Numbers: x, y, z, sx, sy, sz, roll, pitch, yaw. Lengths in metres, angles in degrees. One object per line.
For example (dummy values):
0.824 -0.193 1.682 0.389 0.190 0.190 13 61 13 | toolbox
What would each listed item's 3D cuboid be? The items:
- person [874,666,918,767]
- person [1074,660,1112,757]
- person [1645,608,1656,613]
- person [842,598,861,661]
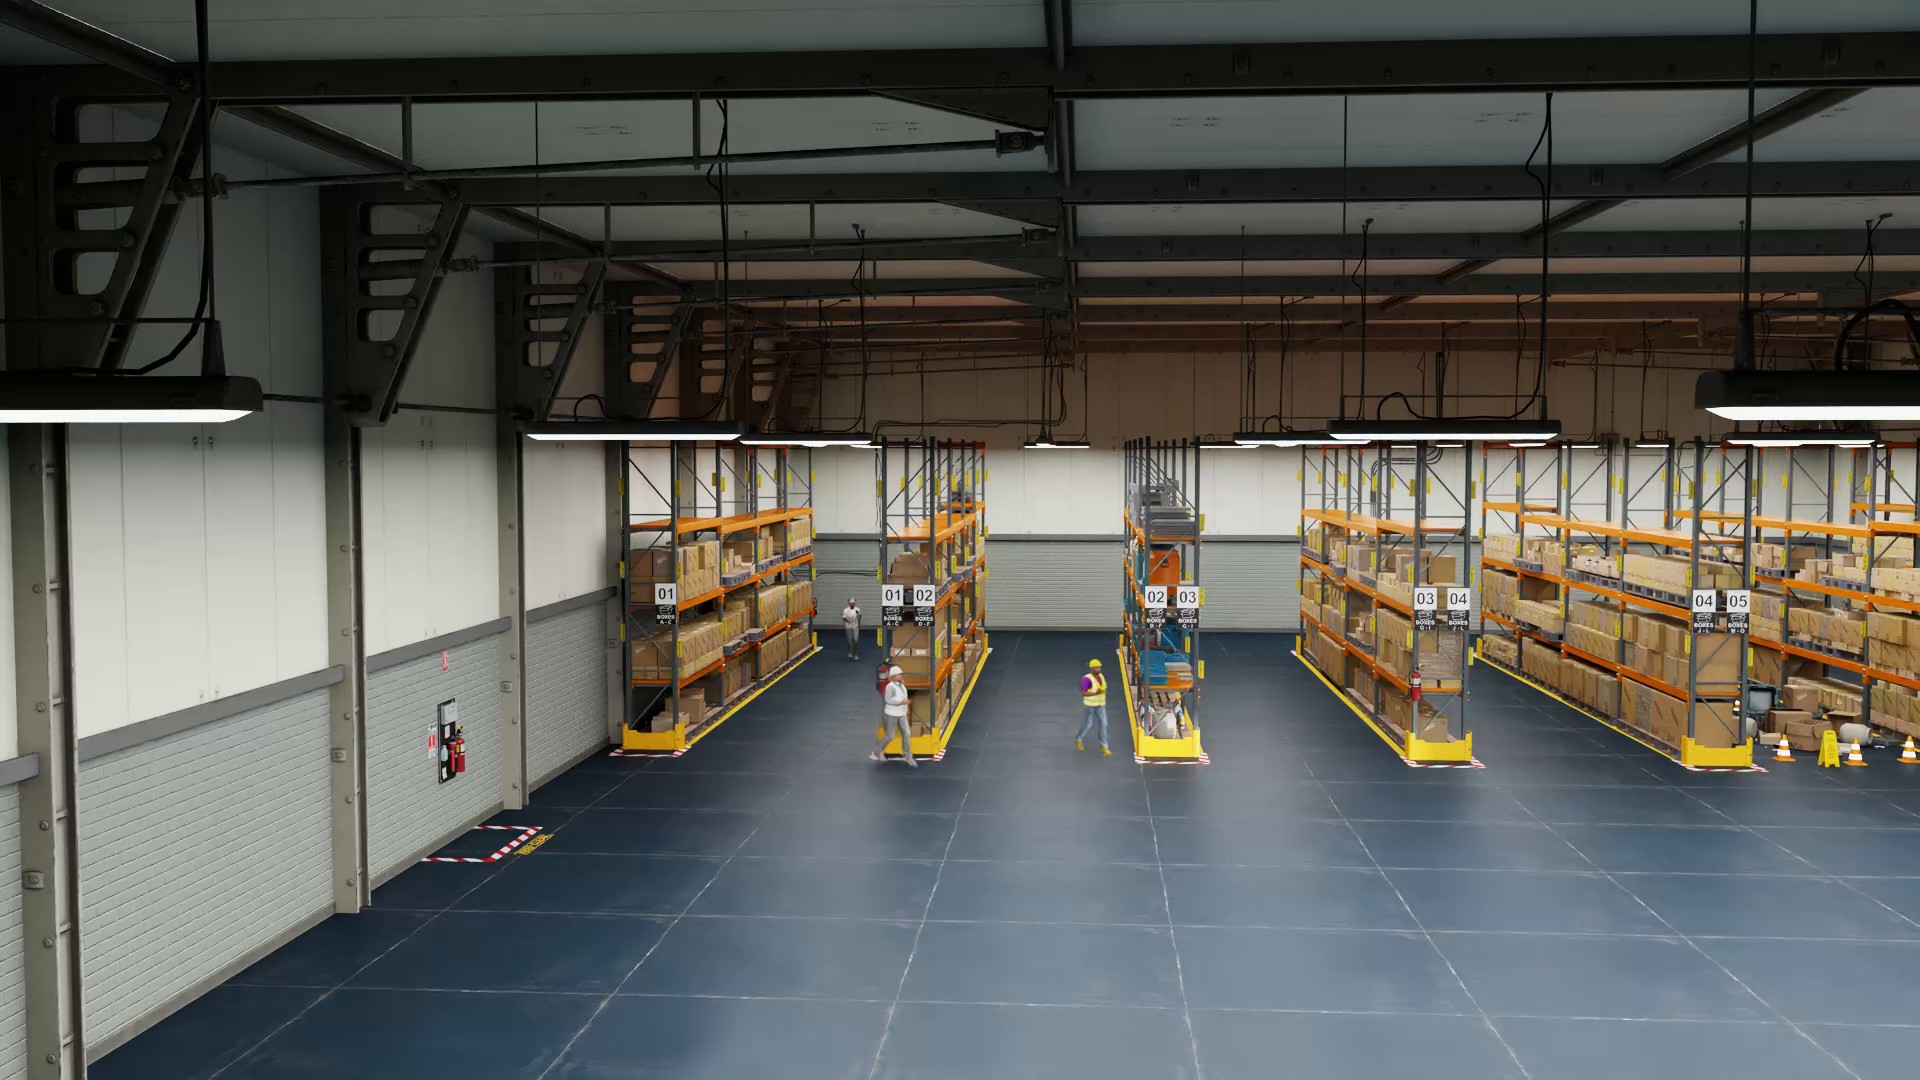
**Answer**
-1.178 3.199 30.247 0.876 1.818 0.669 2 4 36 | person
2.510 3.134 31.319 0.688 1.781 0.950 -2 4 -35 | person
19.721 2.383 47.303 0.562 1.642 0.582 1 3 21 | person
-2.971 2.454 45.710 0.521 1.749 0.787 0 3 -2 | person
